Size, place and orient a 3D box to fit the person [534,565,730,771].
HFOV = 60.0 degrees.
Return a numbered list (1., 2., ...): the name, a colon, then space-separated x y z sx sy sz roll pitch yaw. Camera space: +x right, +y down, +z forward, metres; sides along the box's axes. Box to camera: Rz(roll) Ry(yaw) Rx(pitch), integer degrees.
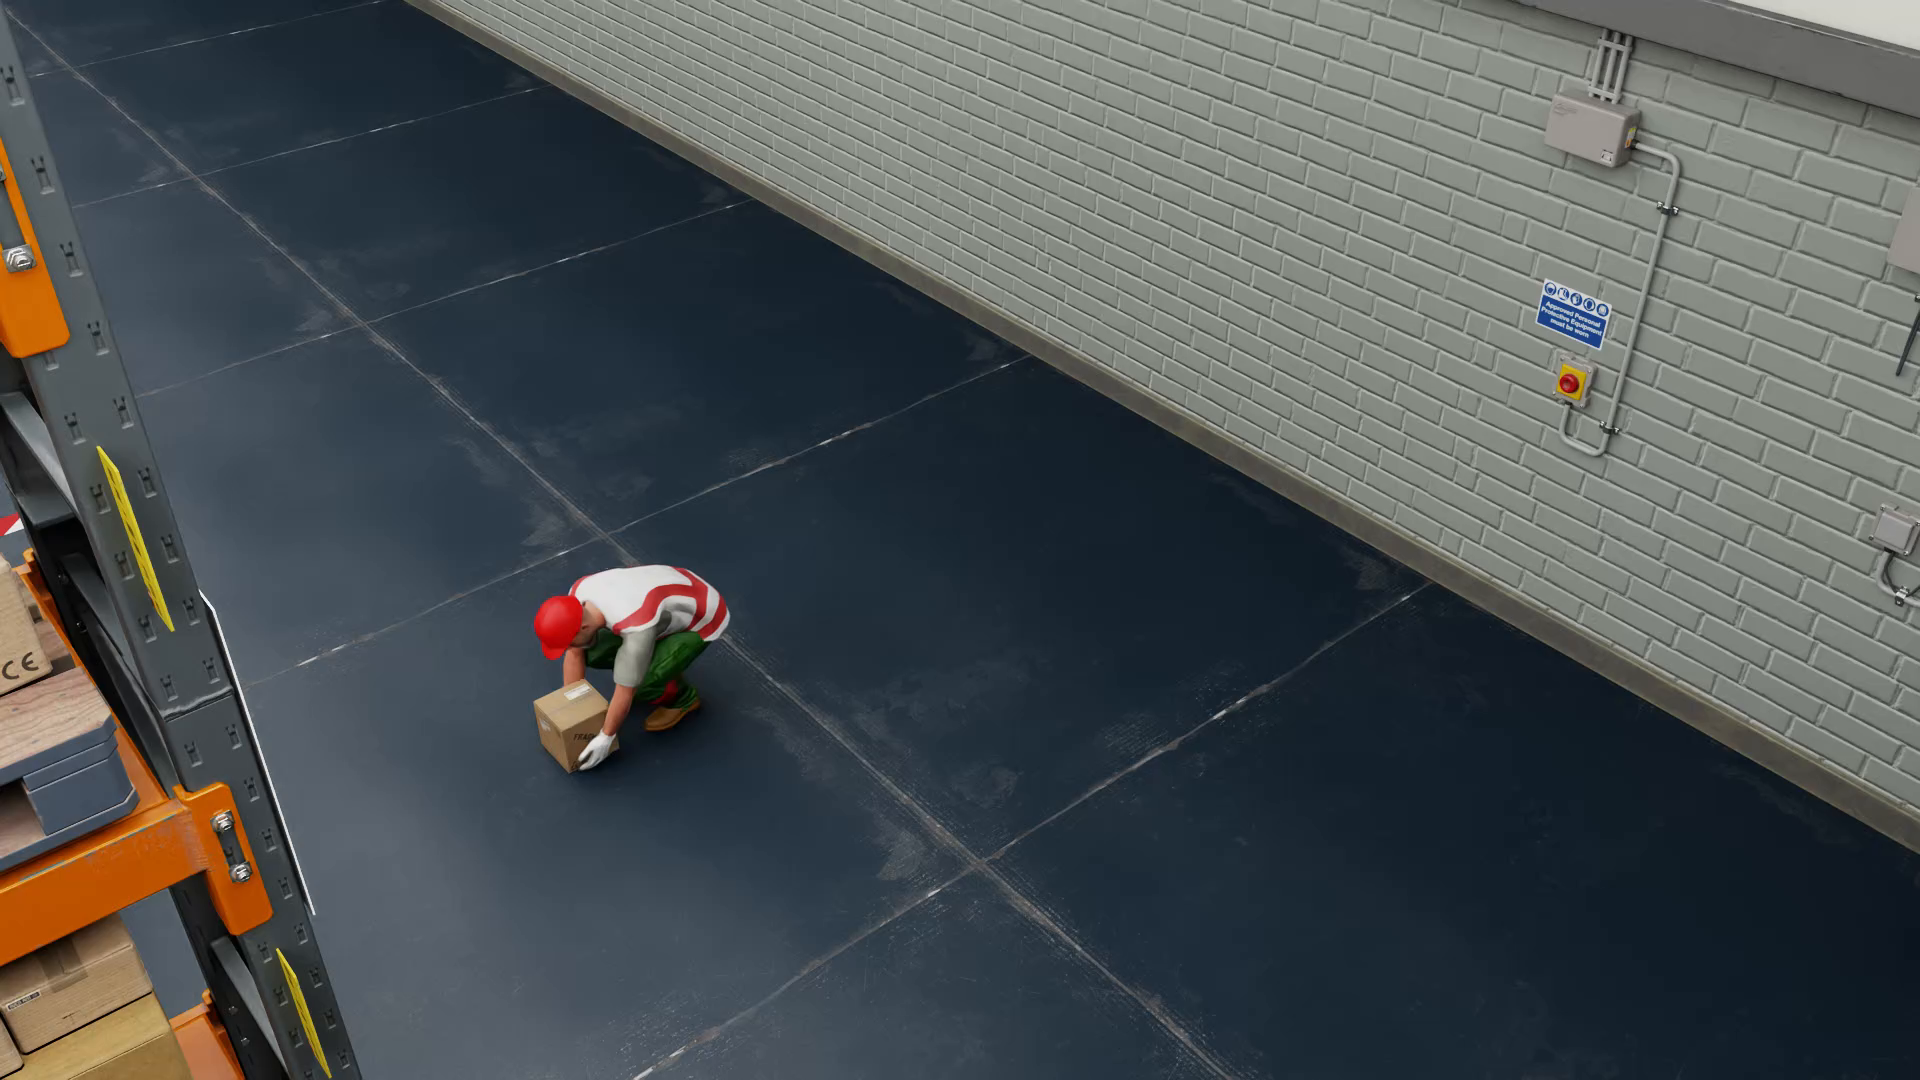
1. person: -1.421 0.454 7.245 0.890 0.880 0.563 -26 43 -32
